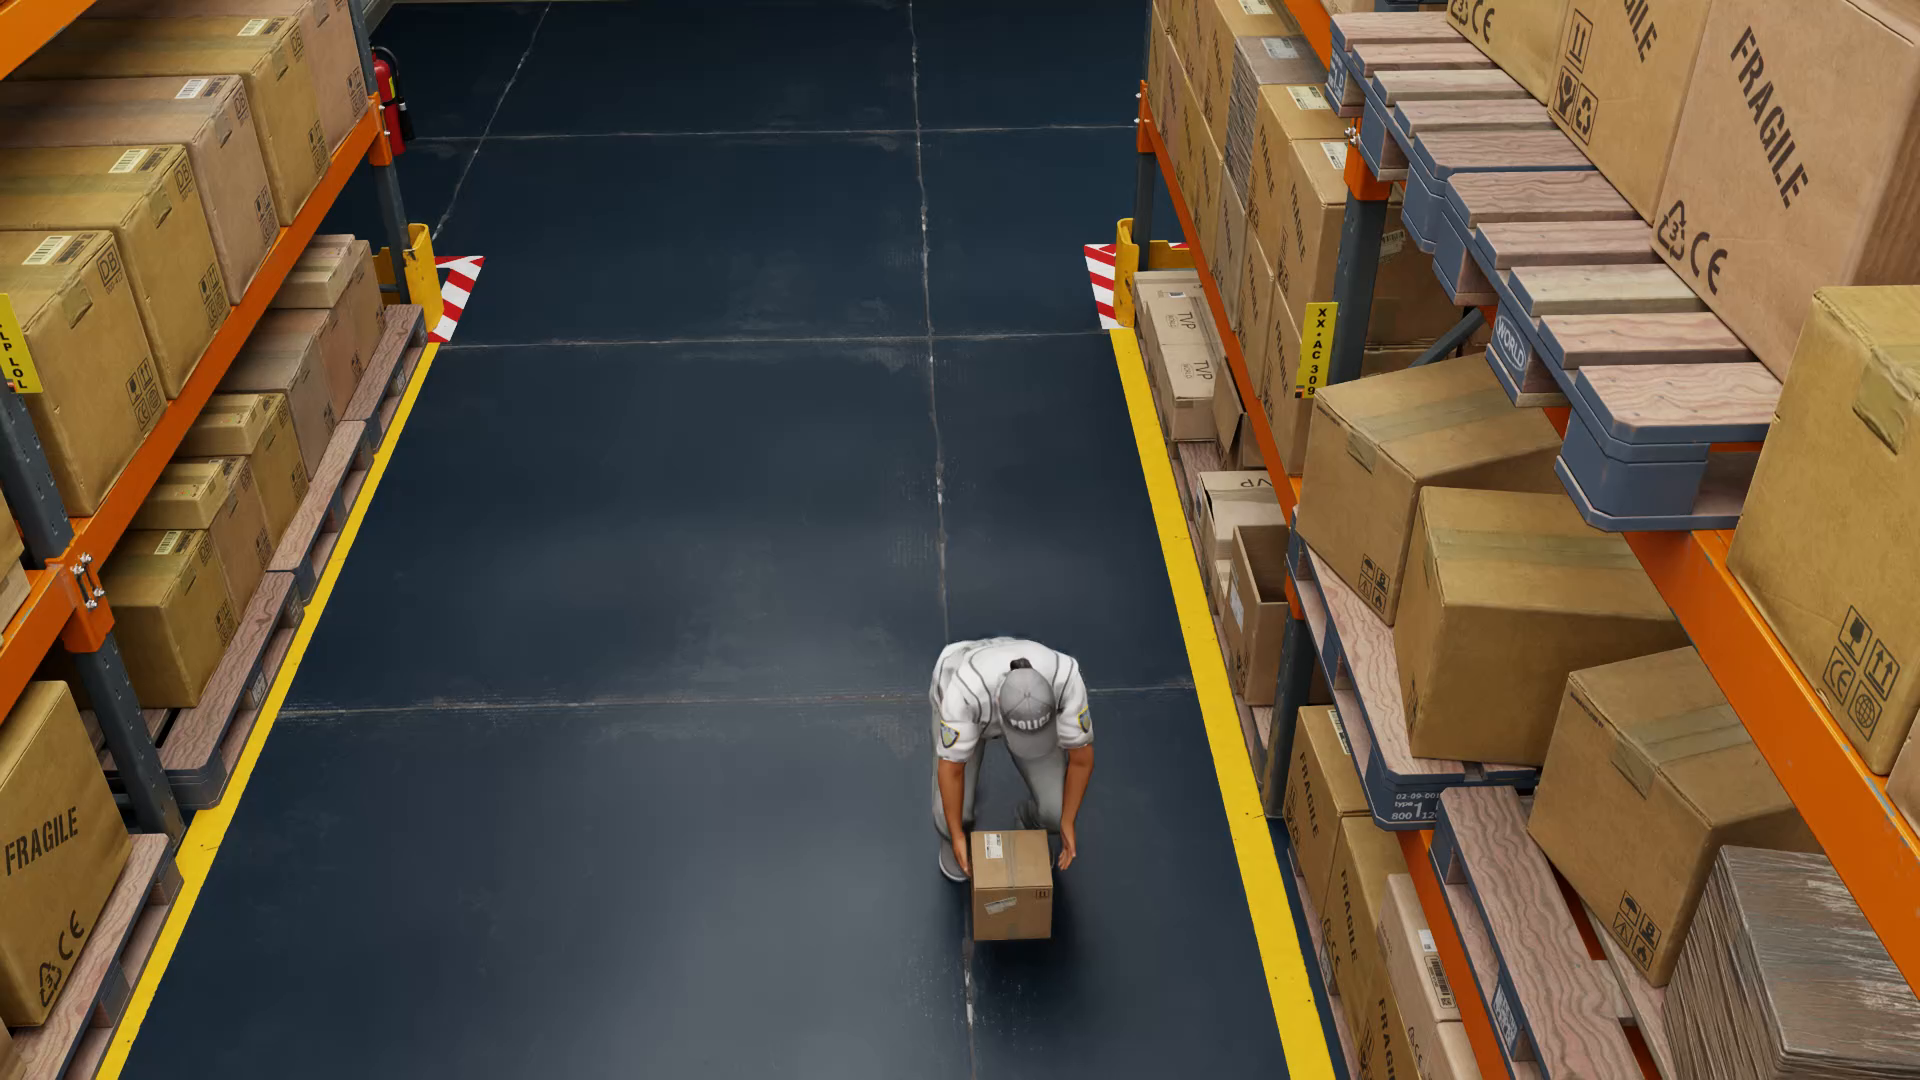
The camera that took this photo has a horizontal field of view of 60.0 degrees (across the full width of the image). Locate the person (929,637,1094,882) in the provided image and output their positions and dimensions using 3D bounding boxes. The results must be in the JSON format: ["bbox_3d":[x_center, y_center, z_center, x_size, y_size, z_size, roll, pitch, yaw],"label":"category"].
[{"bbox_3d":[0.162,0.708,5.614,0.538,1.133,0.823,-2,36,-3],"label":"person"}]
